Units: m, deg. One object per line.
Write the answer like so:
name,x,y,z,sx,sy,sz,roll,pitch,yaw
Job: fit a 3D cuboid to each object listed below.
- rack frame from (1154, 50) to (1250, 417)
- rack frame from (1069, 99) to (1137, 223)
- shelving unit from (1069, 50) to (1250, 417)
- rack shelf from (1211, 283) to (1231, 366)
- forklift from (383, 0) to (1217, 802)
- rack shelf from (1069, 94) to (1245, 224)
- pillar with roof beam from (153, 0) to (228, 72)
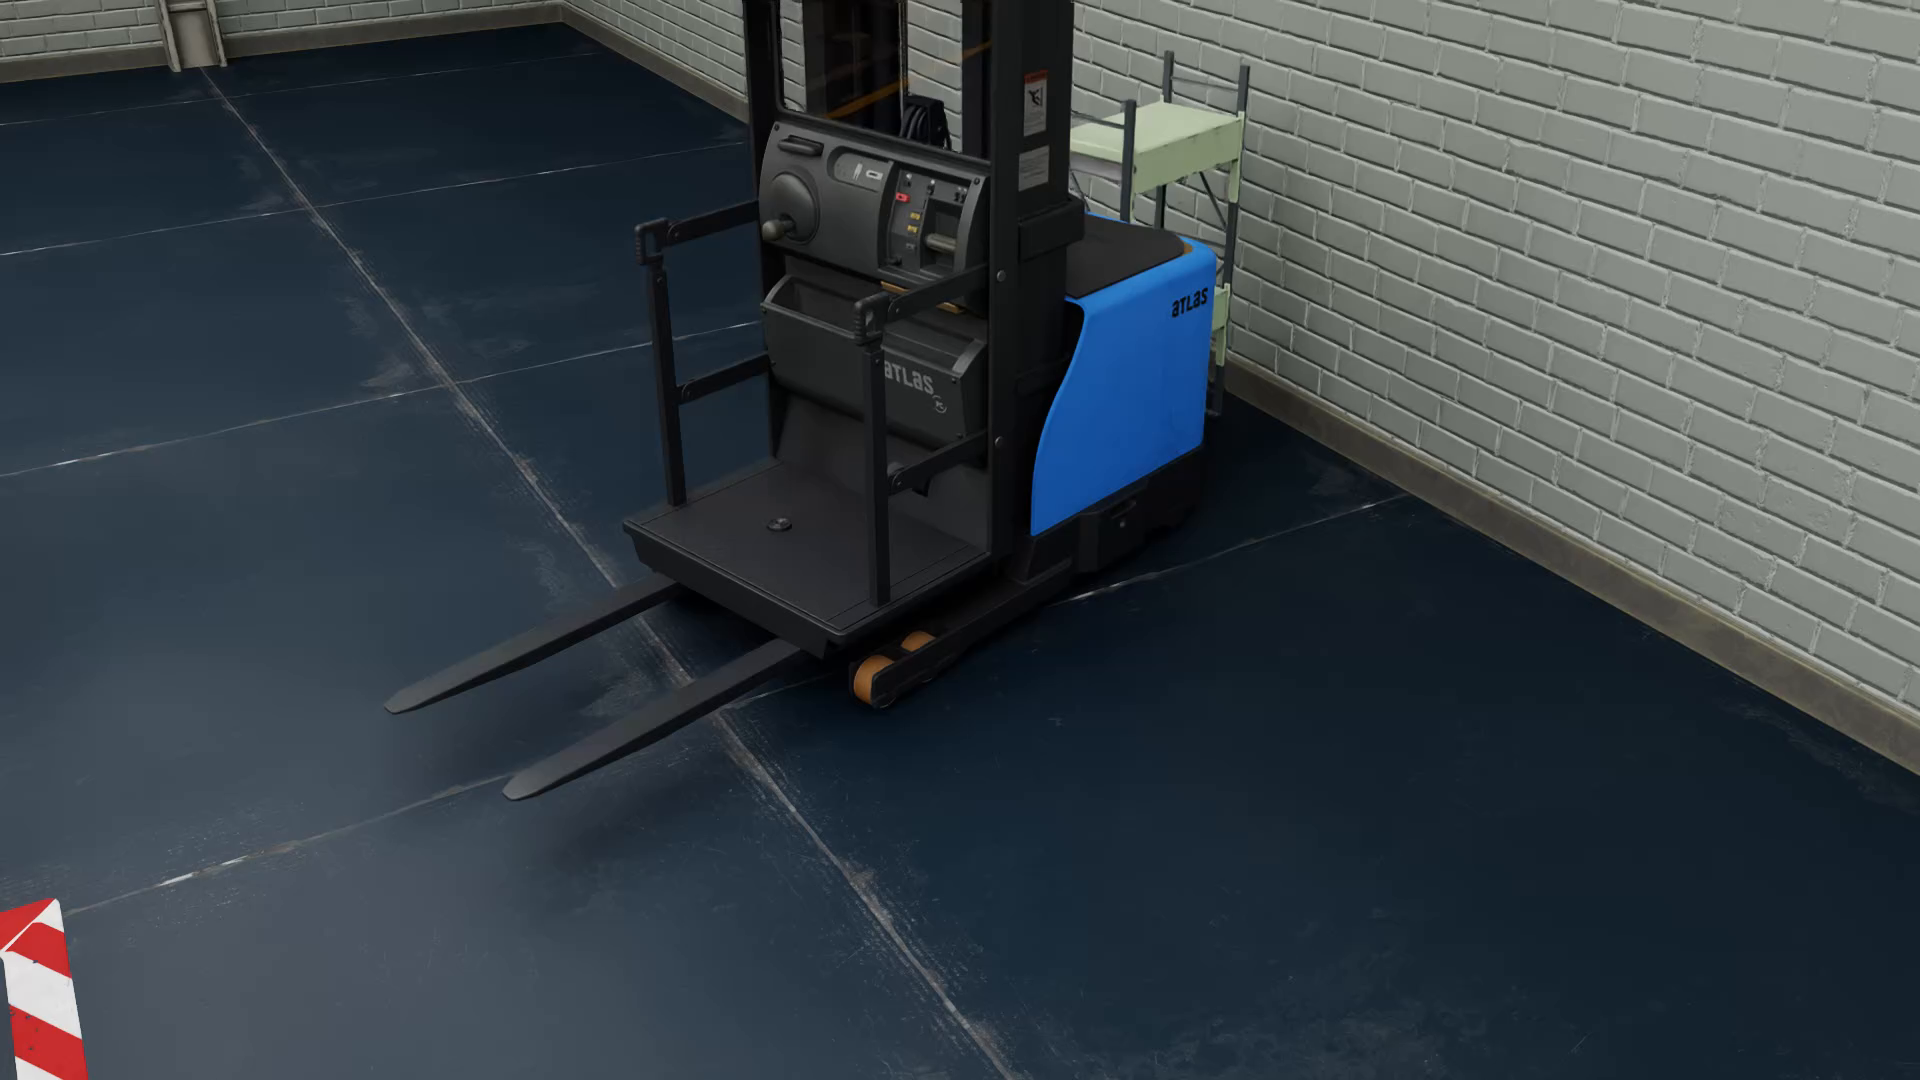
rack frame,0.983,-1.262,6.985,0.400,1.500,0.023,24,37,36
rack frame,0.487,-1.002,6.513,0.400,1.500,0.023,24,37,36
shelving unit,0.735,-1.132,6.749,0.431,1.500,0.755,24,37,36
rack shelf,0.735,-0.847,6.906,0.431,0.370,0.720,24,37,36
forklift,-0.433,-1.028,5.080,1.130,2.935,3.031,24,37,36
rack shelf,0.735,-1.474,6.560,0.431,0.370,0.720,24,37,36
pillar with roof beam,-3.757,-5.848,7.533,0.400,9.000,9.100,-16,33,-26
